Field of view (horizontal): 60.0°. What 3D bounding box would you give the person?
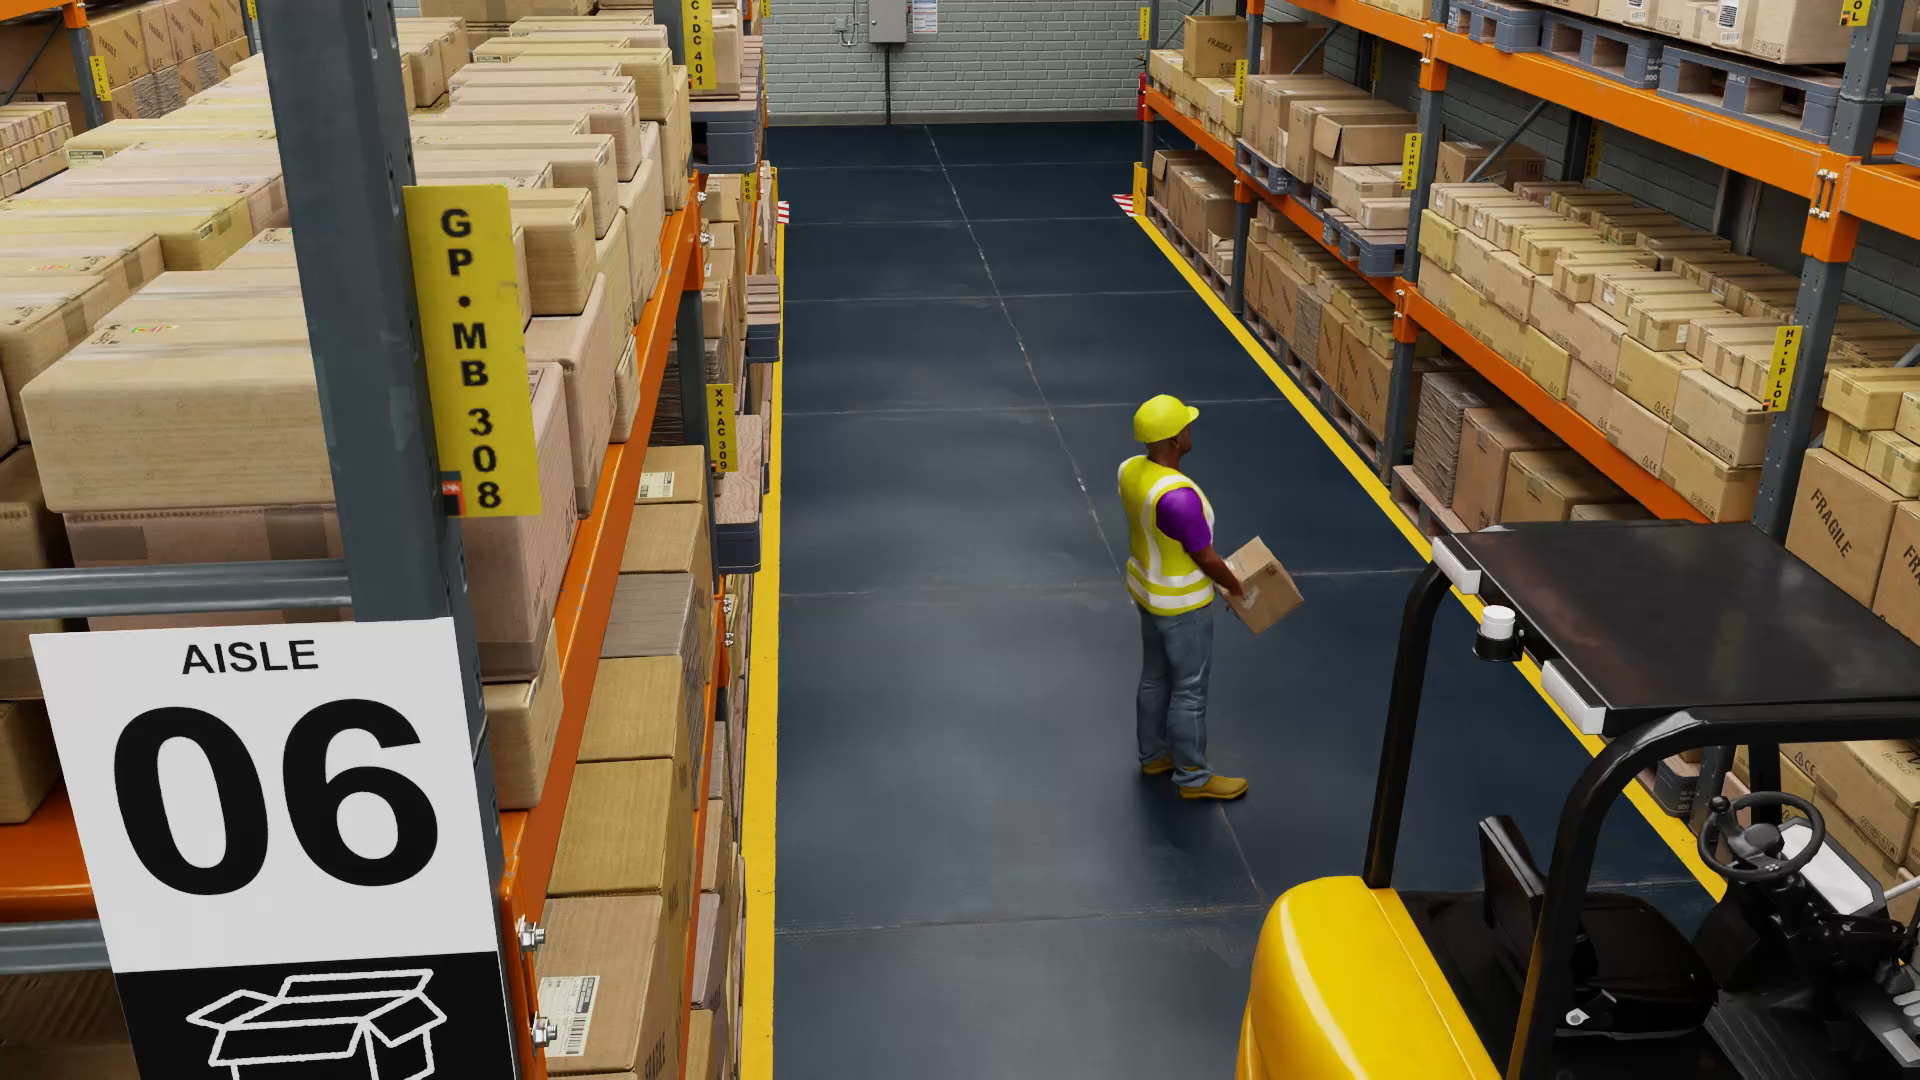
[{"bbox_3d":[0.954,0.229,7.035,0.537,1.772,0.573,-8,25,-17],"label":"person"}]
